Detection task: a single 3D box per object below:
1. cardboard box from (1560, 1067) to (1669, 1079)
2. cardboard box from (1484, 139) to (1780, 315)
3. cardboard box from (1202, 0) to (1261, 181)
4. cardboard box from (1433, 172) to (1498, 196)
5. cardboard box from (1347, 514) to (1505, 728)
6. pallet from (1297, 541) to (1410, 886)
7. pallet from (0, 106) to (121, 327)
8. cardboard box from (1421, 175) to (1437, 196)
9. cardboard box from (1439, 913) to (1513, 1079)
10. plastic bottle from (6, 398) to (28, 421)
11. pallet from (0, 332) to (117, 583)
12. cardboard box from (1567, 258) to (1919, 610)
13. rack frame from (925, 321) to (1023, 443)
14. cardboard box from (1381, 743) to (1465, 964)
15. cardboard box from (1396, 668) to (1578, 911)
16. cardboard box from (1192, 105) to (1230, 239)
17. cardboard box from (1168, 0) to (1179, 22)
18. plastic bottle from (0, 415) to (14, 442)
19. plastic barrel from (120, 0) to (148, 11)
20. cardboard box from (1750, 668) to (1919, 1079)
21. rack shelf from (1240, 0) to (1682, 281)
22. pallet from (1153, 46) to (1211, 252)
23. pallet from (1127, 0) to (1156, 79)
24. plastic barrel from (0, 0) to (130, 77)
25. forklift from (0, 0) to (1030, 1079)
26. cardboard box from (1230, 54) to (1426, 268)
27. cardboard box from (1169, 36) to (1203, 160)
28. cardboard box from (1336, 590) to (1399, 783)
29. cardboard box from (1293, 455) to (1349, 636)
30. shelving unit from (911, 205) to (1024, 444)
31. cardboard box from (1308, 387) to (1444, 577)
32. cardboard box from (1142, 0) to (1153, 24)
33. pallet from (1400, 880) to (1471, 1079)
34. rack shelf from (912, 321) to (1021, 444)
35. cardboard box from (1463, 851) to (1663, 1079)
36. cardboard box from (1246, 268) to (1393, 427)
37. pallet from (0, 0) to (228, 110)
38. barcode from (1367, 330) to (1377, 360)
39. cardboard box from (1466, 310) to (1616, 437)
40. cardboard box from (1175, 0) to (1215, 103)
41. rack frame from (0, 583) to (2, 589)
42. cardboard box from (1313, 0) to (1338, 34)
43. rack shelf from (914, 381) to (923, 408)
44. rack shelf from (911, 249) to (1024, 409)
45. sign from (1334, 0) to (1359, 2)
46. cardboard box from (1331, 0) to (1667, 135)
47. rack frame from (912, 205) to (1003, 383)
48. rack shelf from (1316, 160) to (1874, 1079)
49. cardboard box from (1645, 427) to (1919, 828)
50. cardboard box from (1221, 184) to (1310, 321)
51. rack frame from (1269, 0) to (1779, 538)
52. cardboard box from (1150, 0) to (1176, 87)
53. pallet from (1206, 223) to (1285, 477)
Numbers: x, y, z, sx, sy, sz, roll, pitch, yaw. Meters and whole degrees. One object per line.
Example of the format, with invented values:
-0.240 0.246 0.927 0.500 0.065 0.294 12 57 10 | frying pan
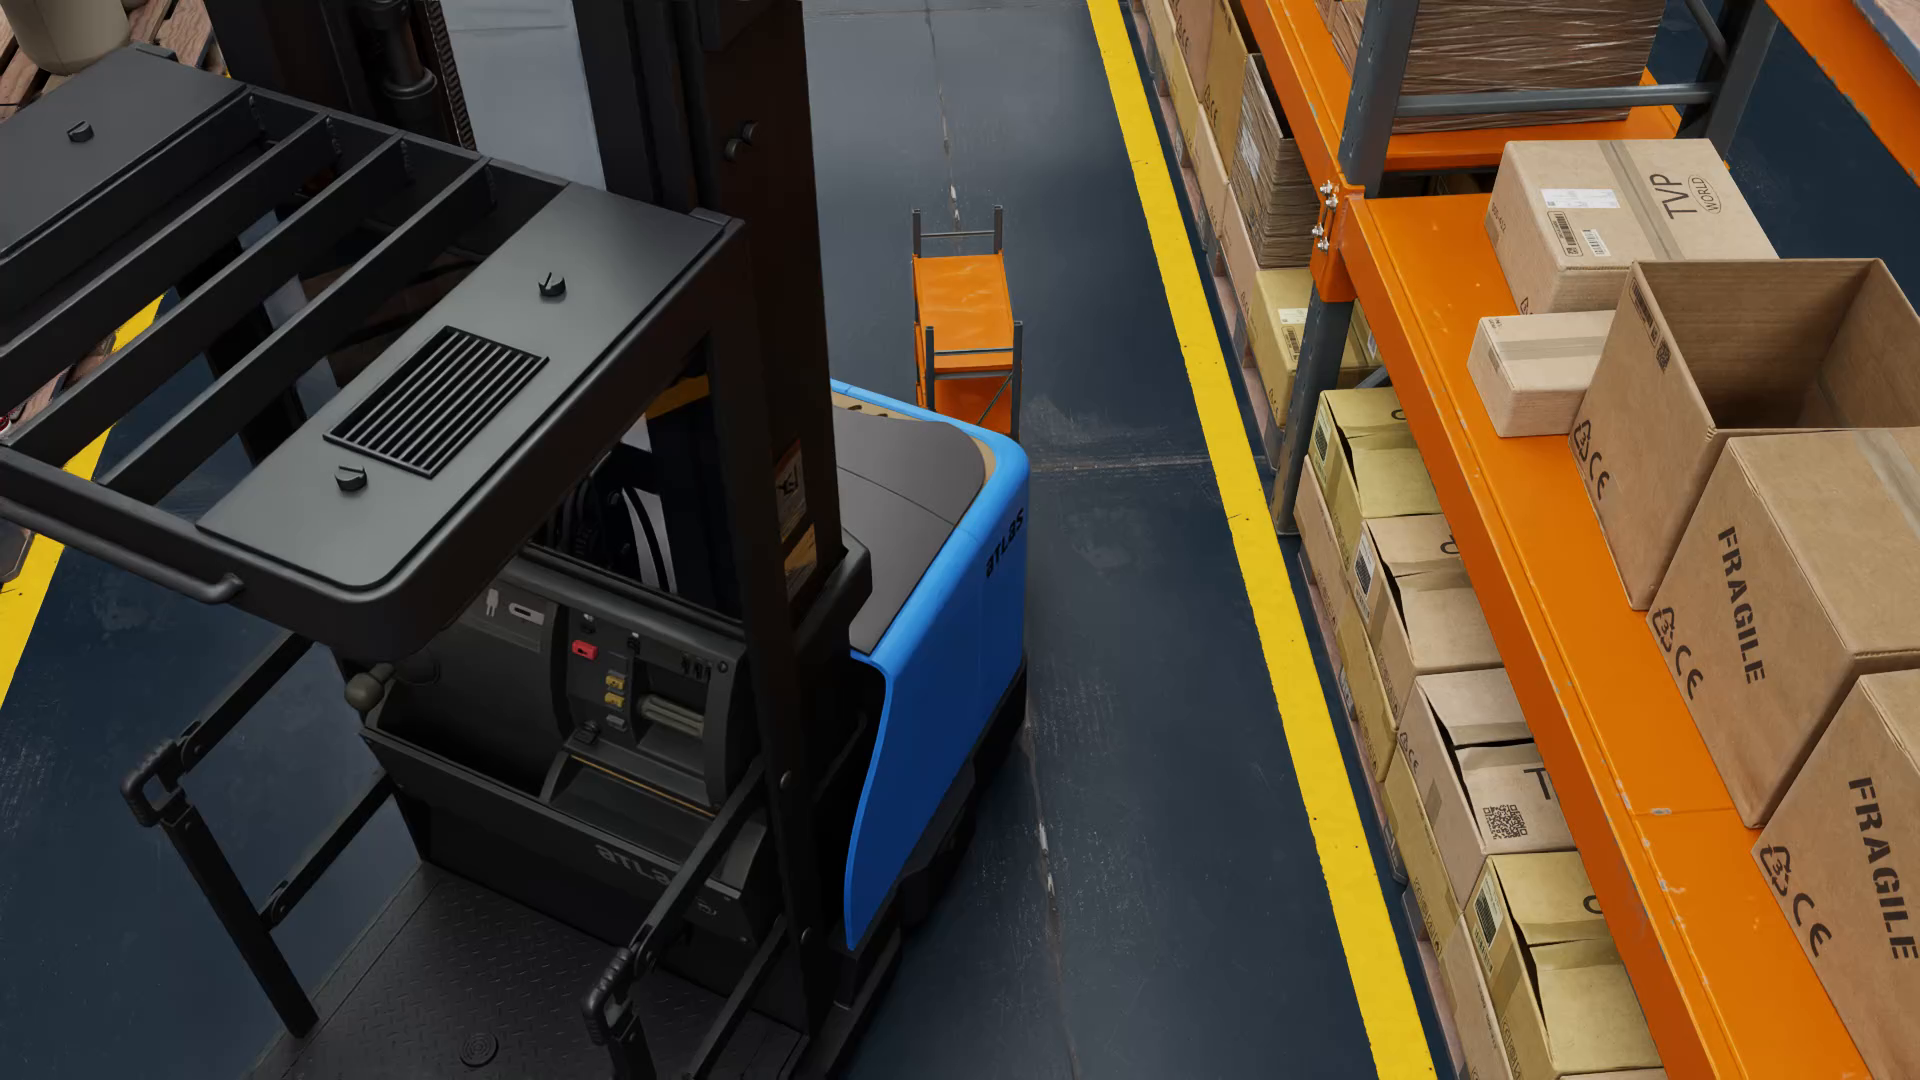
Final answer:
1.451 1.283 3.187 0.500 0.311 0.500 -4 47 -4 | cardboard box
1.580 -0.709 3.959 0.500 0.250 0.500 -1 47 -1 | cardboard box
1.163 -1.617 5.804 0.500 0.500 0.500 -3 47 -3 | cardboard box
1.768 -0.926 5.149 0.500 0.500 0.500 -3 47 -3 | cardboard box
1.318 0.171 4.241 0.500 0.311 0.500 -4 47 -4 | cardboard box
1.596 0.375 4.749 1.003 0.211 1.213 -3 47 -3 | pallet
-3.561 -1.230 6.270 1.003 0.211 1.213 -3 47 -3 | pallet
1.719 -1.287 5.491 0.500 0.500 0.500 -3 47 -3 | cardboard box
1.411 1.106 3.741 0.500 0.250 0.500 -3 47 -3 | cardboard box
-3.085 -0.520 5.249 0.152 0.276 0.135 -2 47 -2 | plastic bottle
-3.456 -0.345 5.432 1.003 0.211 1.213 -3 47 -3 | pallet
1.587 -0.211 3.315 0.500 0.500 0.500 0 47 0 | cardboard box
0.034 -0.116 4.534 0.240 1.200 0.015 -3 47 -3 | rack frame
1.370 0.738 4.089 0.500 0.250 0.500 -5 47 -5 | cardboard box
1.363 0.545 3.886 0.500 0.311 0.500 -5 47 -5 | cardboard box
1.150 -1.359 6.075 0.500 0.250 0.500 -3 47 -3 | cardboard box
1.082 -2.341 6.489 0.500 0.500 0.500 -3 47 -3 | cardboard box
-3.048 -0.409 5.196 0.097 0.201 0.097 0 47 0 | plastic bottle
-3.645 -2.527 7.002 0.421 0.512 0.421 0 47 0 | plastic barrel
1.673 0.532 2.611 0.500 0.500 0.500 -6 47 -5 | cardboard box
1.328 -2.314 5.871 1.077 0.370 4.000 -3 47 -3 | rack shelf
1.365 -1.618 6.637 1.003 0.211 1.213 -3 47 -3 | pallet
1.266 -2.499 7.471 1.003 0.211 1.213 -3 47 -3 | pallet
-3.603 -2.165 6.658 0.421 0.512 0.421 0 47 0 | plastic barrel
-0.908 0.309 2.938 1.130 2.935 3.031 19 49 17 | forklift
1.208 -1.256 5.461 0.500 0.500 0.500 -3 47 -3 | cardboard box
1.107 -1.720 6.418 0.500 0.250 0.500 -3 47 -3 | cardboard box
1.323 0.364 4.444 0.500 0.250 0.500 -2 47 -2 | cardboard box
1.282 -0.006 4.795 0.500 0.250 0.500 -5 47 -4 | cardboard box
0.014 -0.293 4.701 0.258 1.200 0.503 -3 47 -3 | shelving unit
1.281 -0.192 4.584 0.500 0.311 0.500 -3 47 -3 | cardboard box
1.029 -2.444 7.103 0.500 0.250 0.500 -3 47 -3 | cardboard box
1.701 1.260 3.911 1.003 0.211 1.213 -3 47 -3 | pallet
0.014 -0.400 4.587 0.258 0.148 0.480 -3 47 -3 | rack shelf
1.411 0.920 3.531 0.500 0.311 0.500 -2 47 -2 | cardboard box
1.239 -0.635 5.390 0.500 0.250 0.500 -3 47 -3 | cardboard box
-3.660 -2.111 7.104 1.003 0.211 1.213 -3 47 -3 | pallet
1.102 -0.526 4.440 0.001 0.075 0.075 -3 47 -3 | barcode
1.366 -0.374 3.712 0.380 0.149 0.250 -3 47 -3 | cardboard box
1.106 -1.978 6.146 0.500 0.500 0.500 -3 47 -3 | cardboard box
-3.441 -0.816 3.957 1.000 3.000 0.127 -3 47 -3 | rack frame
1.401 -1.850 4.868 0.700 0.500 0.500 -4 47 -4 | cardboard box
0.014 -0.247 4.750 0.258 0.148 0.480 -3 47 -3 | rack shelf
0.014 -0.563 4.416 0.258 0.148 0.480 -3 47 -3 | rack shelf
0.942 -1.404 3.863 0.100 0.325 0.005 -3 47 -3 | sign
1.452 -1.469 4.507 0.700 0.500 0.500 -5 47 -4 | cardboard box
-0.007 -0.469 4.868 0.240 1.200 0.015 -3 47 -3 | rack frame
1.663 0.580 3.130 1.077 0.370 4.000 -3 47 -3 | rack shelf
1.629 0.152 2.972 0.500 0.500 0.500 -3 47 -3 | cardboard box
1.206 -0.998 5.734 0.500 0.250 0.500 -3 47 -3 | cardboard box
1.495 -1.114 4.239 1.000 3.000 0.127 -3 47 -3 | rack frame
1.070 -2.082 6.761 0.500 0.250 0.500 -3 47 -3 | cardboard box
1.470 -0.733 5.799 1.003 0.211 1.213 -3 47 -3 | pallet
